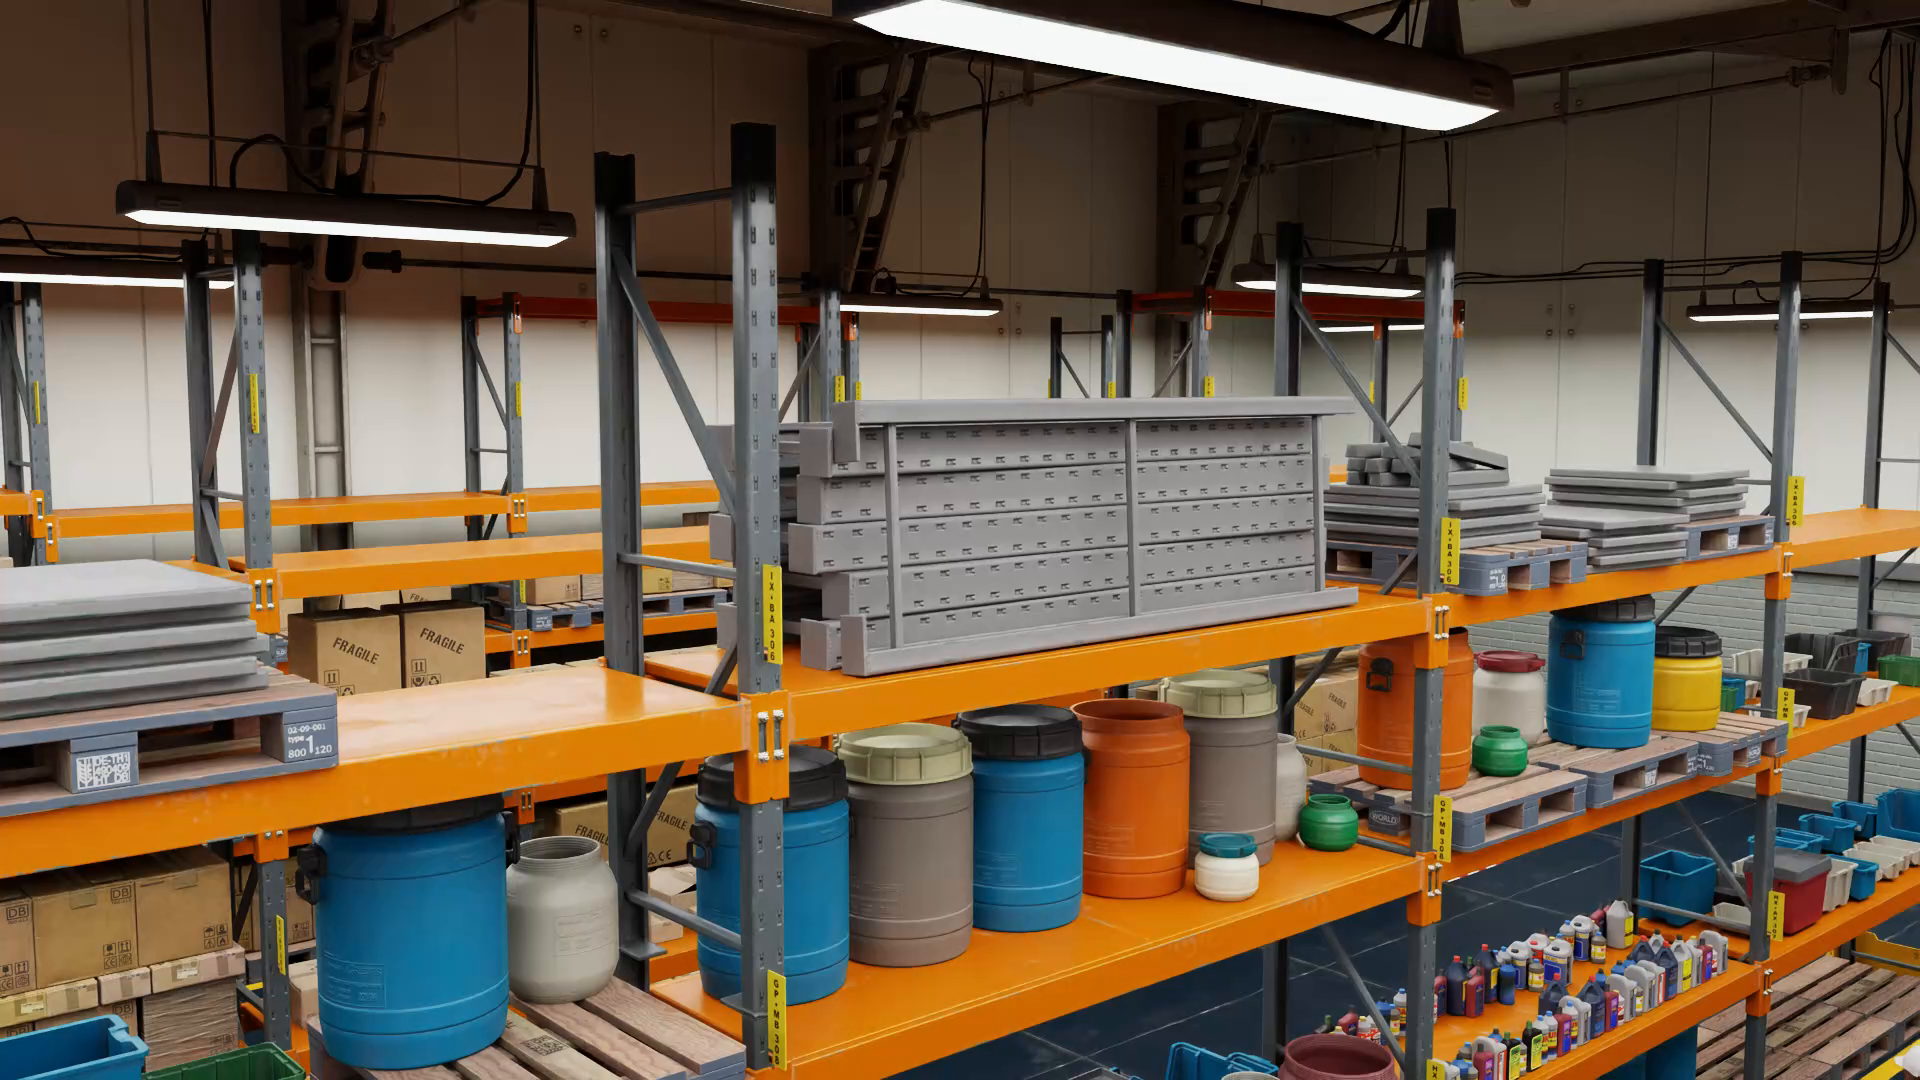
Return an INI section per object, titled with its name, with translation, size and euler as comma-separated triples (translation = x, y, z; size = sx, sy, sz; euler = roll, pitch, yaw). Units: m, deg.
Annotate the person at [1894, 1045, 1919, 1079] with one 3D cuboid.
[person]
translation = 4.934, 3.464, 8.646
size = 0.482, 1.762, 0.614
euler = 3, 6, 26
